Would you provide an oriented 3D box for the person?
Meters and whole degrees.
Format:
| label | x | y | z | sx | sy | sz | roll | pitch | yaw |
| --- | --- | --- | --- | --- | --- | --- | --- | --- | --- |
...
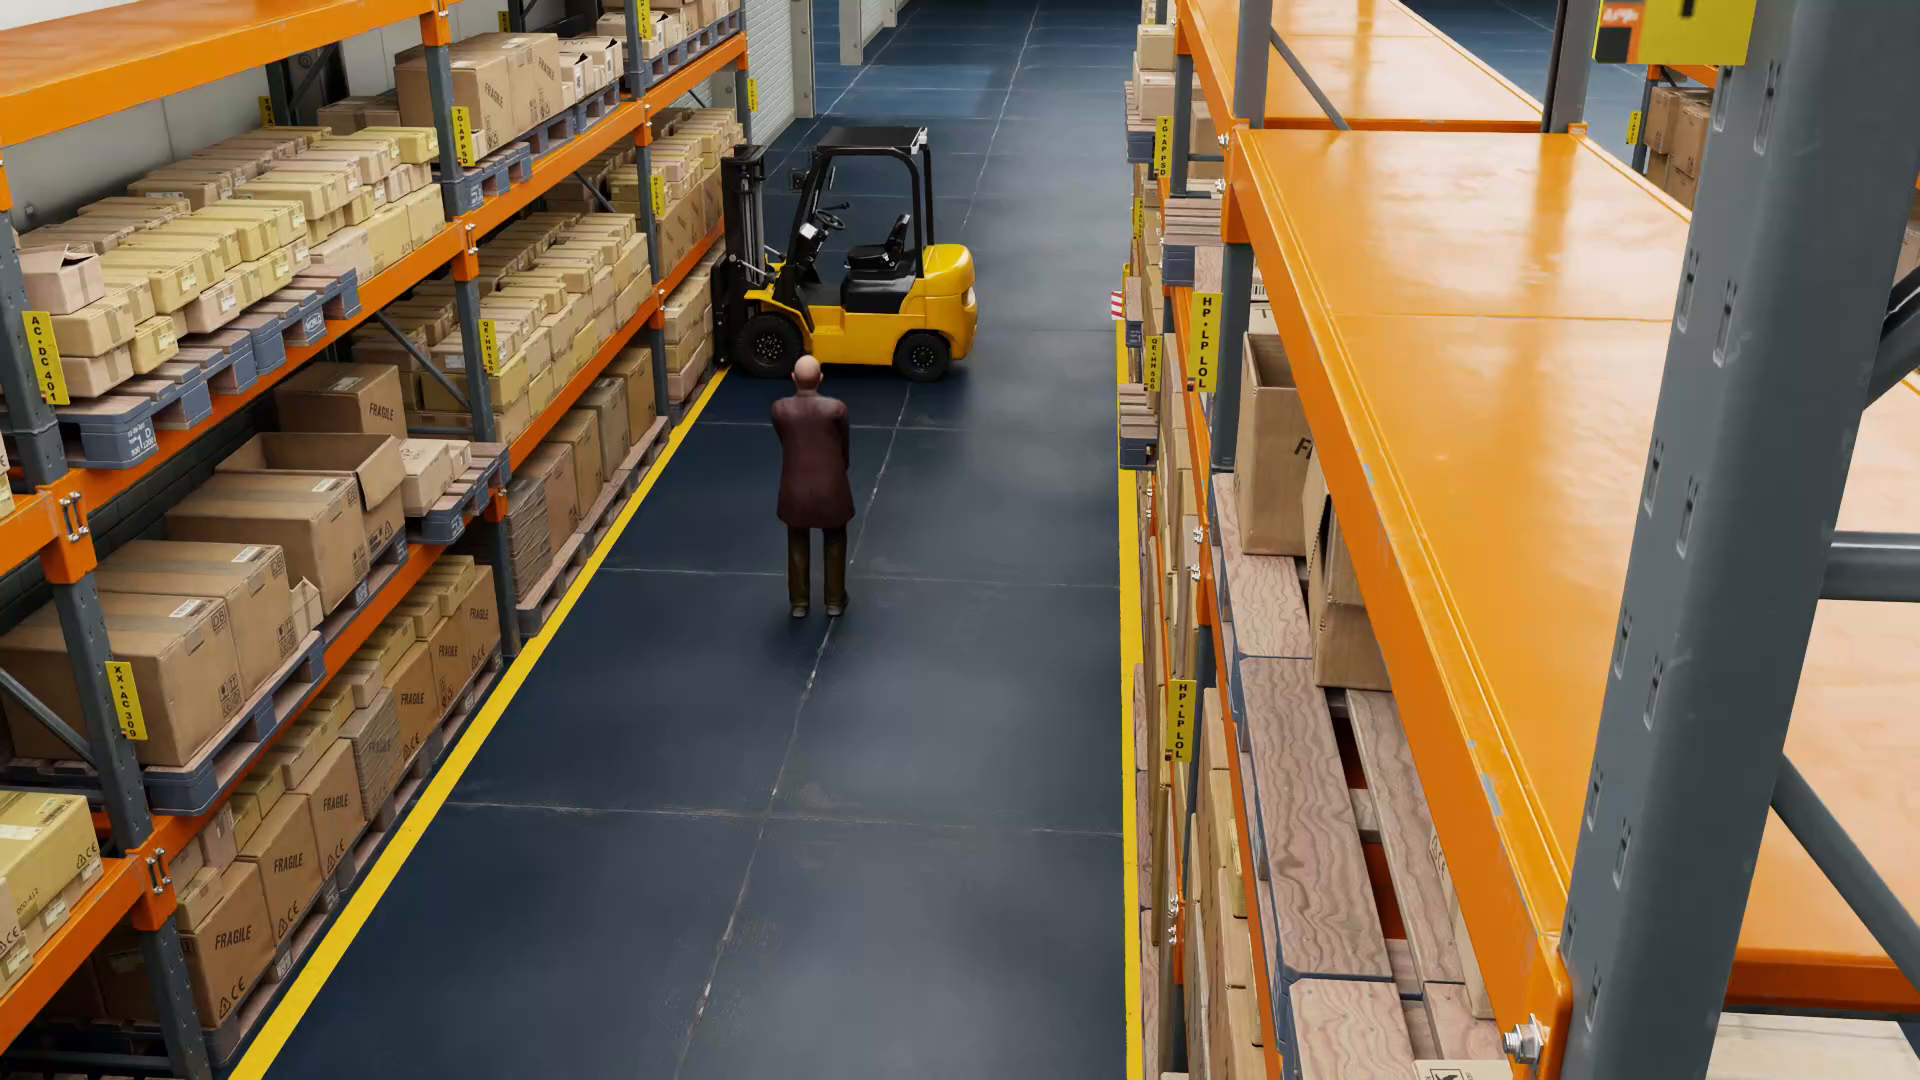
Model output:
| label | x | y | z | sx | sy | sz | roll | pitch | yaw |
| --- | --- | --- | --- | --- | --- | --- | --- | --- | --- |
| person | -0.943 | -0.378 | 10.886 | 0.525 | 1.779 | 0.558 | 1 | 24 | 3 |
